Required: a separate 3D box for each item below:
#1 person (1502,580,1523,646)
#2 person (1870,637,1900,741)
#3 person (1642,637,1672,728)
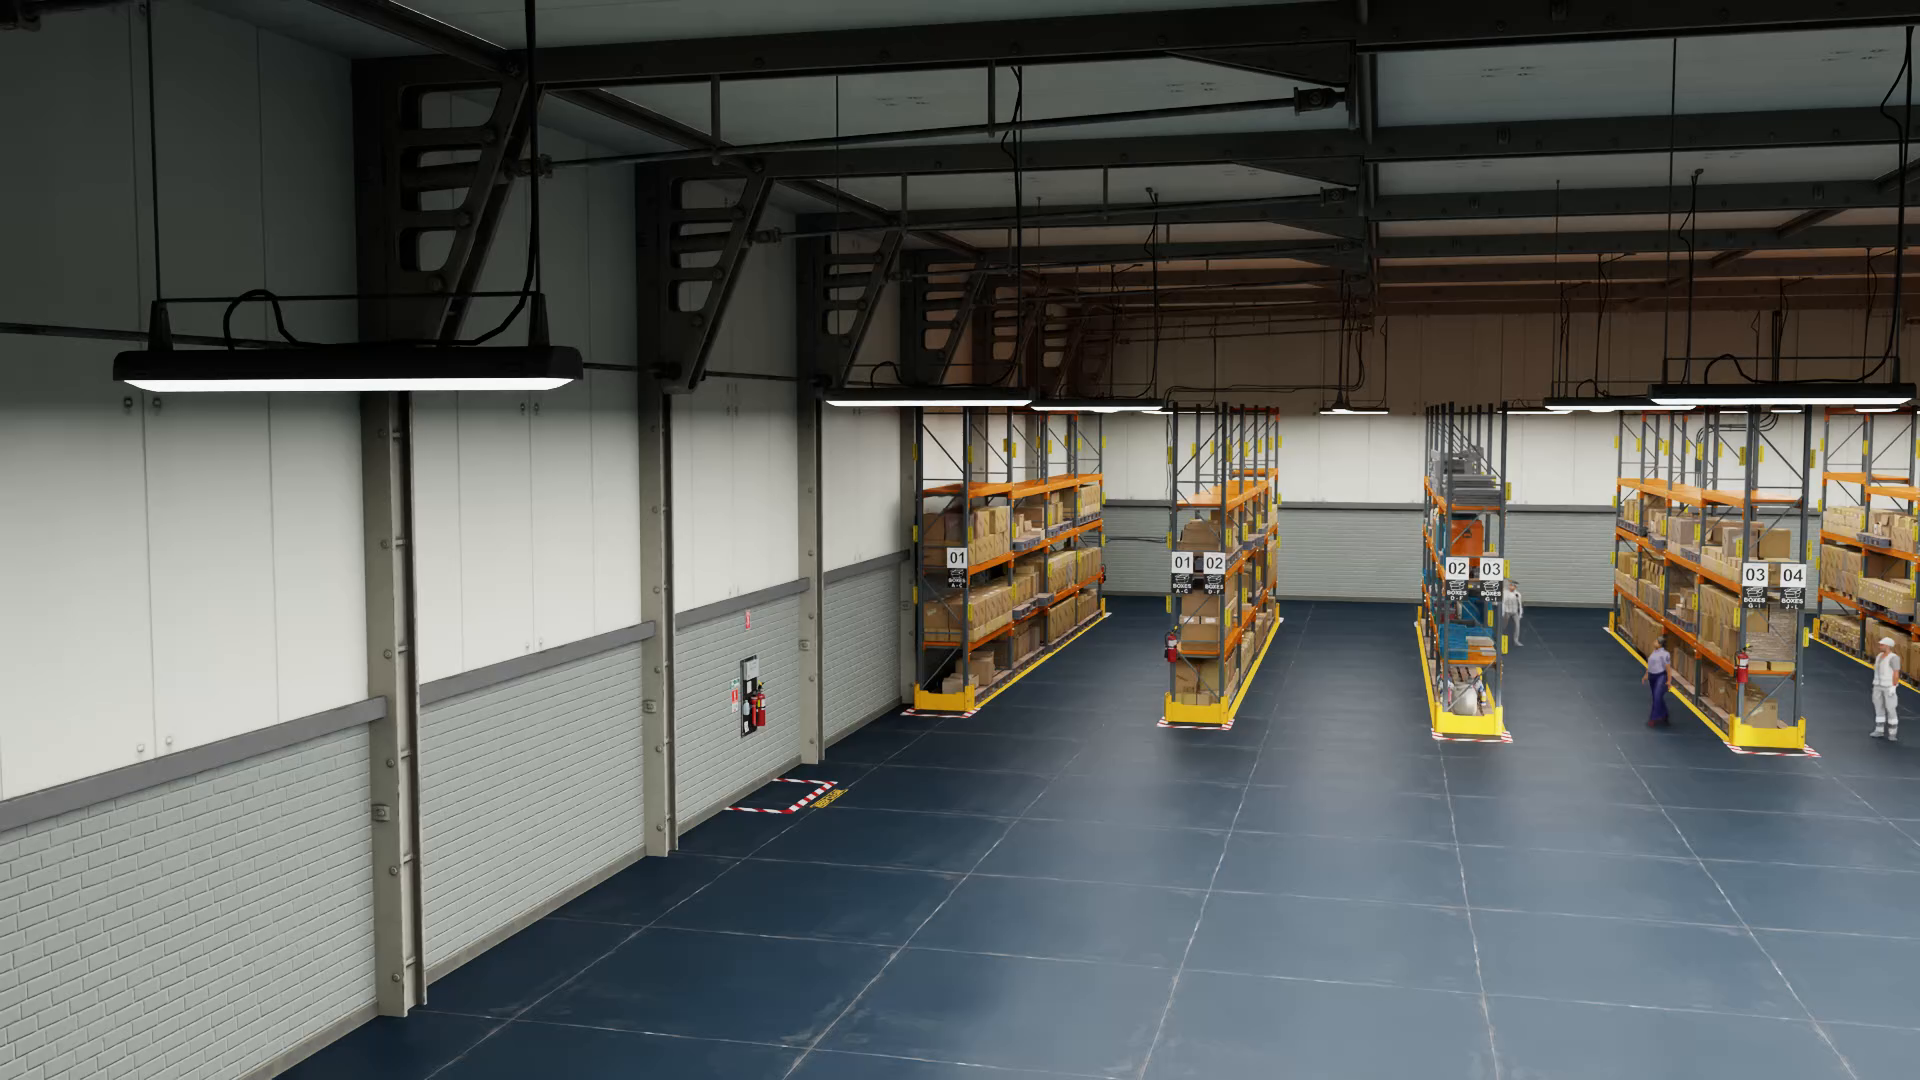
[{"bbox_3d":[13.853,1.817,41.773,0.580,1.645,0.939,0,4,-6],"label":"person"},{"bbox_3d":[16.476,2.647,29.638,0.393,1.833,0.541,-2,5,-28],"label":"person"},{"bbox_3d":[12.956,2.621,30.937,0.733,1.648,0.547,-2,5,-23],"label":"person"}]
